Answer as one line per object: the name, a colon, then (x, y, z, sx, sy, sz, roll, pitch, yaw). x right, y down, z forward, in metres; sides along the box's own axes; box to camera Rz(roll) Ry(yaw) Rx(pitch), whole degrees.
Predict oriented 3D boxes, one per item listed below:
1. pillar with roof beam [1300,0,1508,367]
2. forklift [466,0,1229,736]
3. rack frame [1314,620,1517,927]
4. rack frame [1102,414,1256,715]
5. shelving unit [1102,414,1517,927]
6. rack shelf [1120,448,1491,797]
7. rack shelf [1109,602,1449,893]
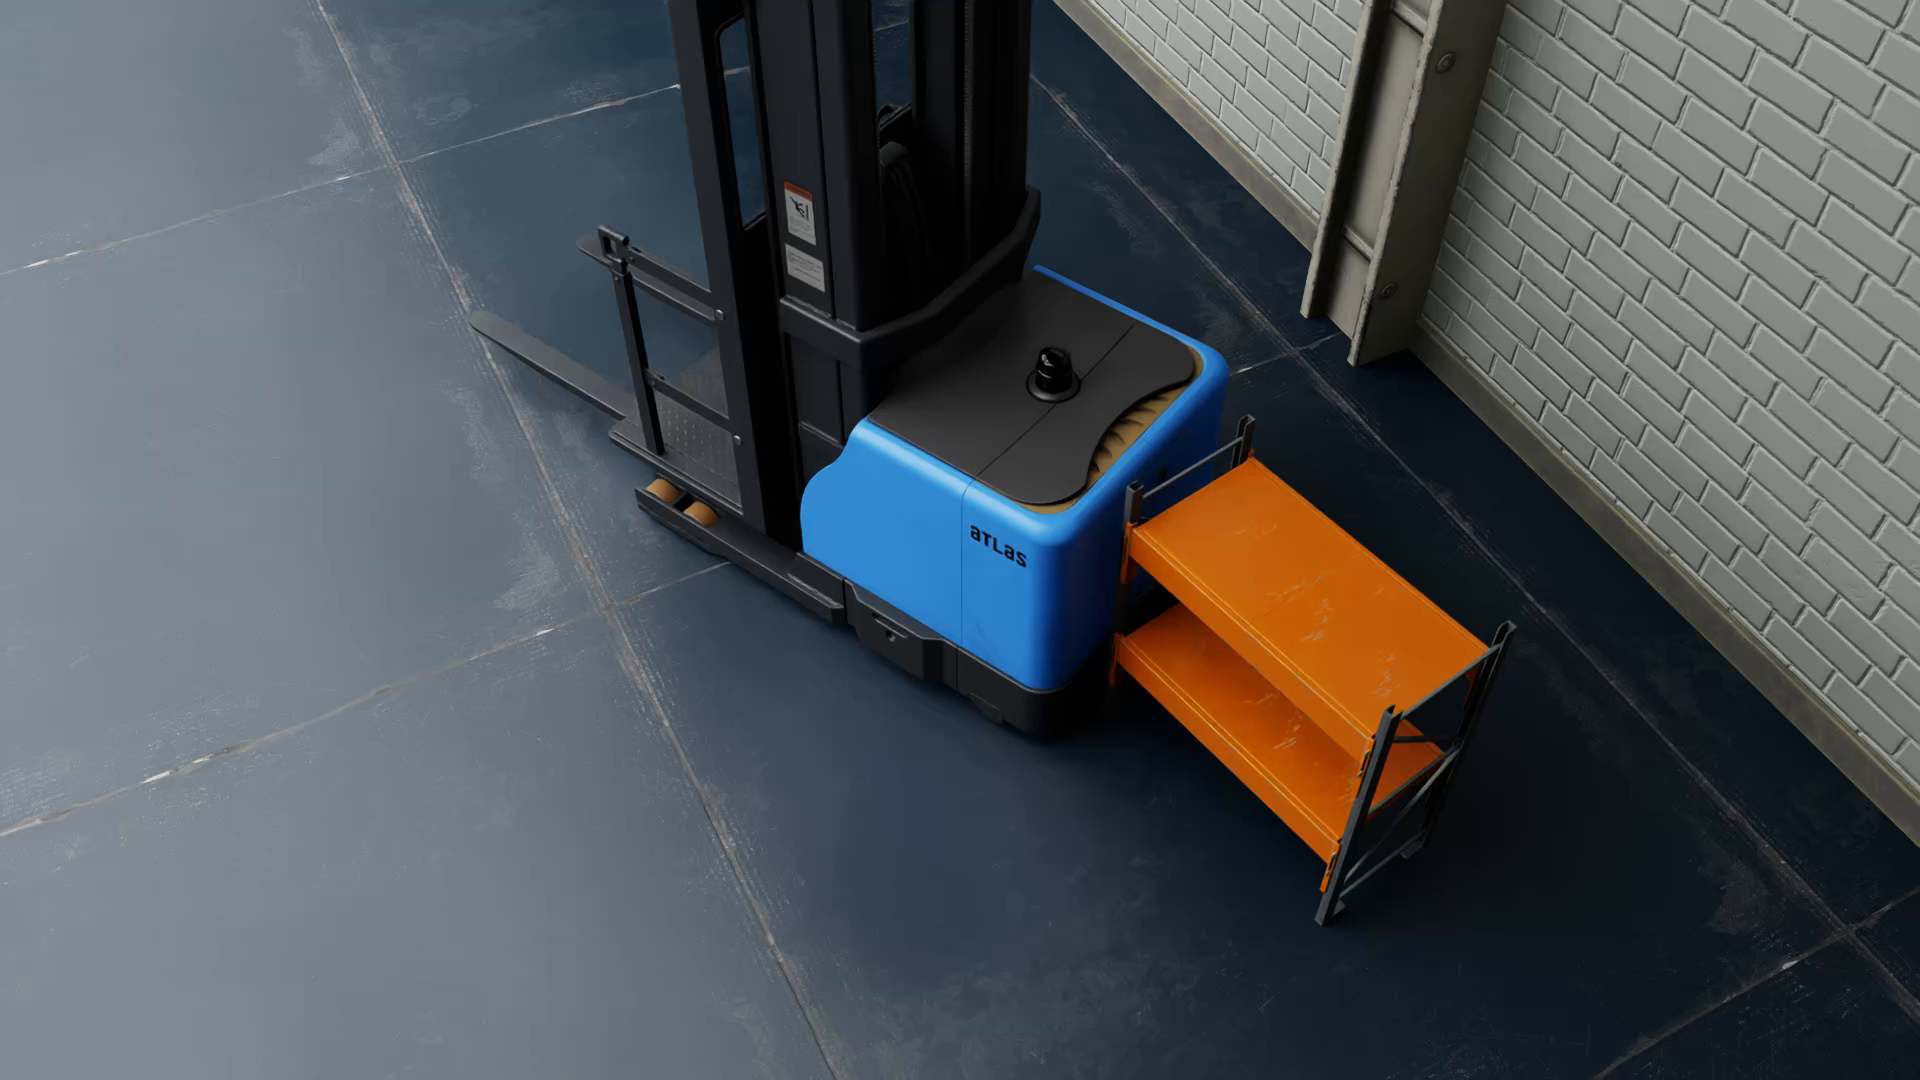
pillar with roof beam: (-2.151, -2.378, 2.352, 9.100, 9.000, 0.400, -21, 52, -18)
forklift: (-0.597, -1.231, 5.380, 3.031, 2.935, 1.130, 30, 55, 23)
rack frame: (1.318, 0.713, 4.879, 0.500, 1.125, 0.032, -30, 55, -24)
rack frame: (0.697, 0.107, 5.409, 0.500, 1.125, 0.032, -30, 55, -24)
shelving unit: (1.007, 0.410, 5.144, 0.538, 1.125, 1.048, -30, 55, -24)
rack shelf: (1.007, 0.218, 4.924, 0.538, 0.278, 1.000, -30, 55, -24)
rack shelf: (1.007, 0.571, 5.328, 0.538, 0.278, 1.000, -30, 55, -24)
